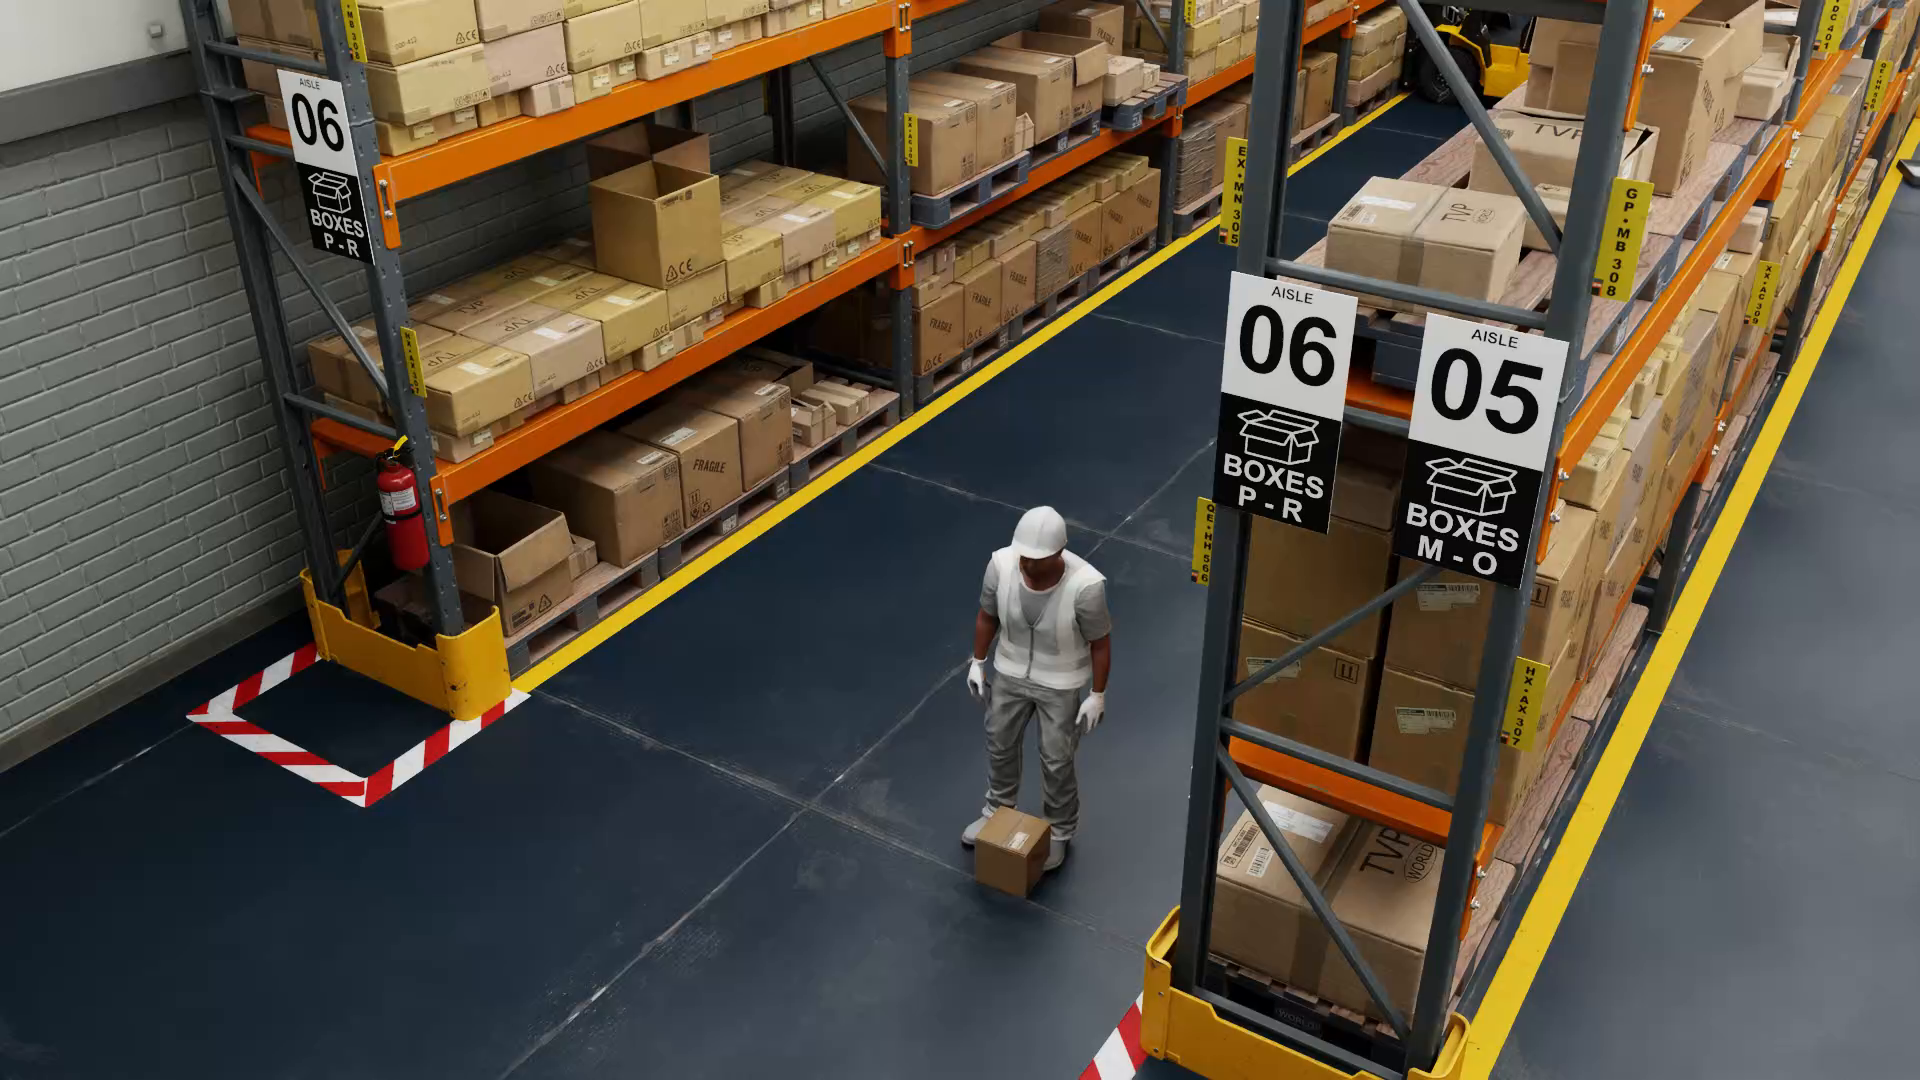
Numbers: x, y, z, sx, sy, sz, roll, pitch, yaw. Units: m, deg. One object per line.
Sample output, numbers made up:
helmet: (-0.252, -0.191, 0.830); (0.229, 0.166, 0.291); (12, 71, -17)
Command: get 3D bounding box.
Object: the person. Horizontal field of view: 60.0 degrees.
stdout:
person: (0.332, 0.612, 7.128); (0.627, 1.774, 0.450); (14, 33, 23)
